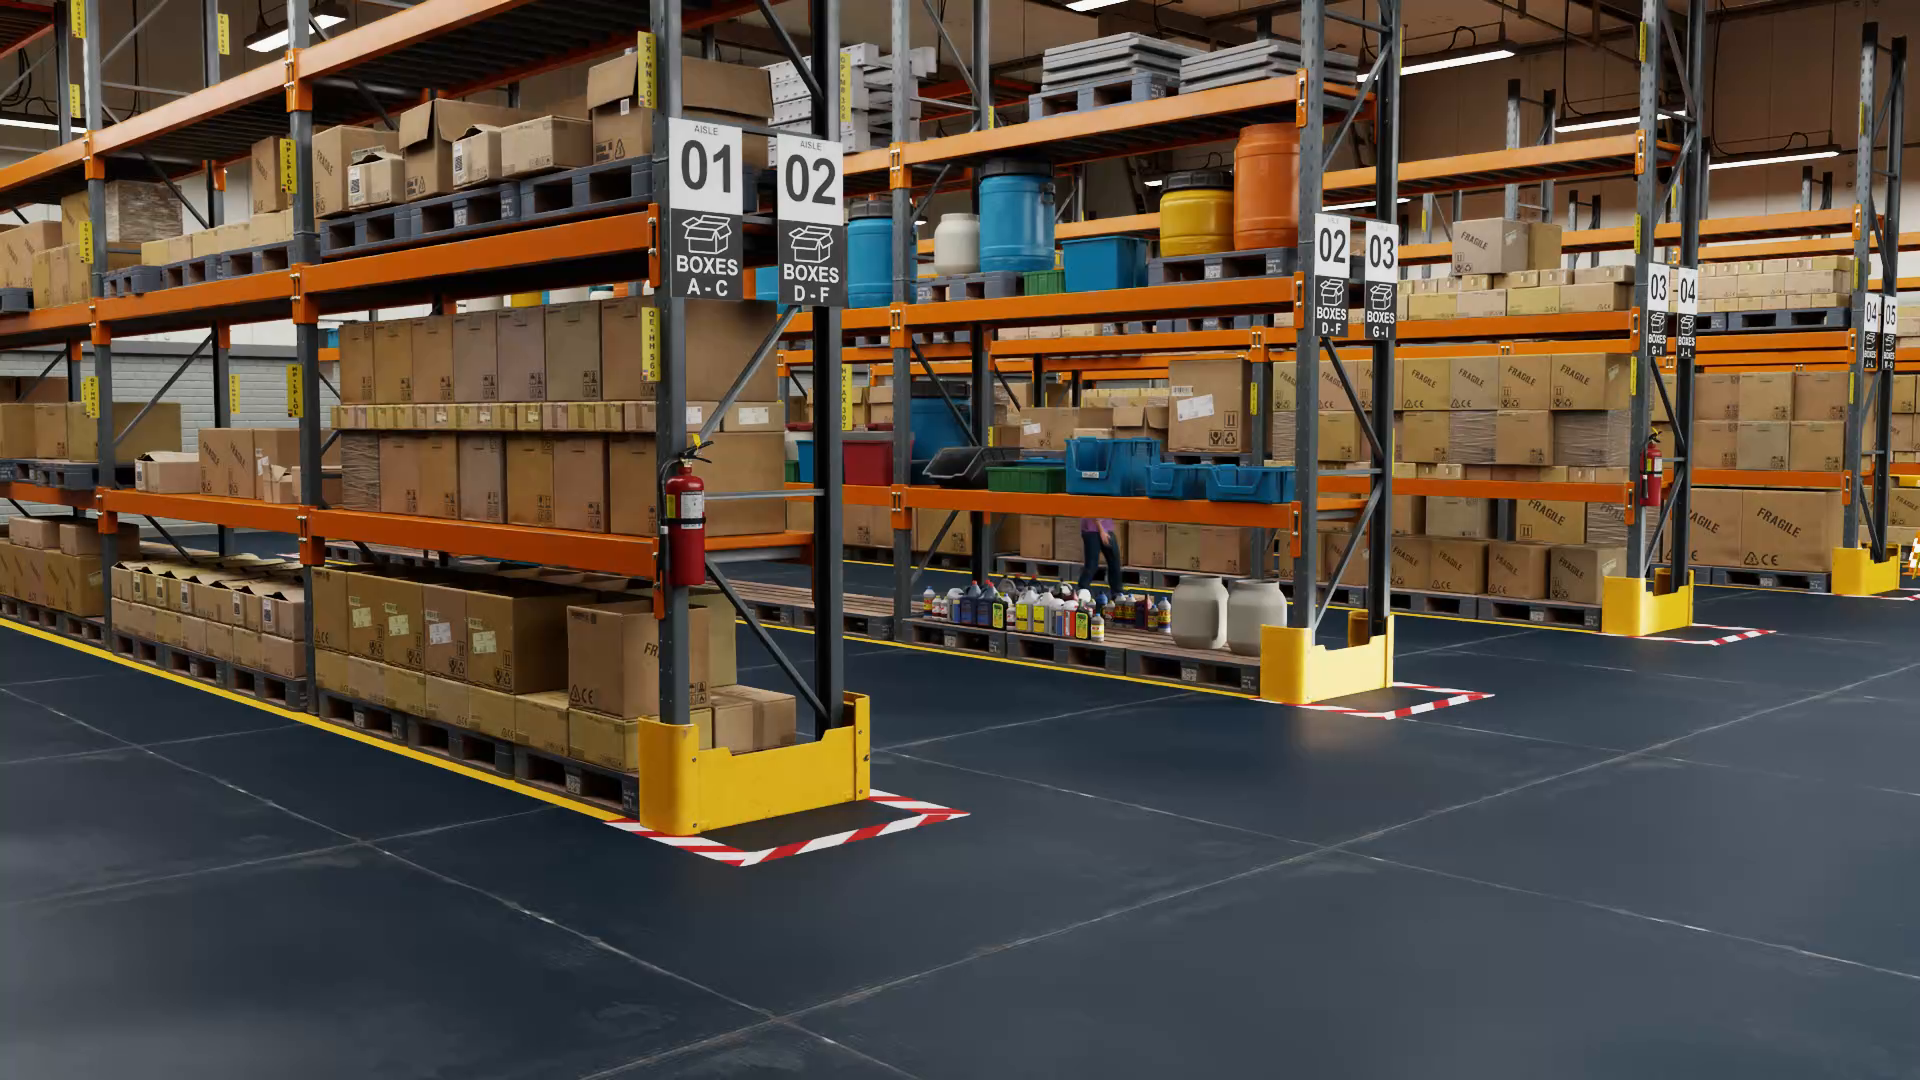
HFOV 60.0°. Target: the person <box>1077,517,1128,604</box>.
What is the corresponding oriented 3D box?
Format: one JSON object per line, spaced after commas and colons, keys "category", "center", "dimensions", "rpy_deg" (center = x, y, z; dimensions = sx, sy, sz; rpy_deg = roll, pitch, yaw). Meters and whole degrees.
{"category": "person", "center": [1.389, -0.061, 15.573], "dimensions": [0.502, 1.575, 0.565], "rpy_deg": [2, 5, 31]}
